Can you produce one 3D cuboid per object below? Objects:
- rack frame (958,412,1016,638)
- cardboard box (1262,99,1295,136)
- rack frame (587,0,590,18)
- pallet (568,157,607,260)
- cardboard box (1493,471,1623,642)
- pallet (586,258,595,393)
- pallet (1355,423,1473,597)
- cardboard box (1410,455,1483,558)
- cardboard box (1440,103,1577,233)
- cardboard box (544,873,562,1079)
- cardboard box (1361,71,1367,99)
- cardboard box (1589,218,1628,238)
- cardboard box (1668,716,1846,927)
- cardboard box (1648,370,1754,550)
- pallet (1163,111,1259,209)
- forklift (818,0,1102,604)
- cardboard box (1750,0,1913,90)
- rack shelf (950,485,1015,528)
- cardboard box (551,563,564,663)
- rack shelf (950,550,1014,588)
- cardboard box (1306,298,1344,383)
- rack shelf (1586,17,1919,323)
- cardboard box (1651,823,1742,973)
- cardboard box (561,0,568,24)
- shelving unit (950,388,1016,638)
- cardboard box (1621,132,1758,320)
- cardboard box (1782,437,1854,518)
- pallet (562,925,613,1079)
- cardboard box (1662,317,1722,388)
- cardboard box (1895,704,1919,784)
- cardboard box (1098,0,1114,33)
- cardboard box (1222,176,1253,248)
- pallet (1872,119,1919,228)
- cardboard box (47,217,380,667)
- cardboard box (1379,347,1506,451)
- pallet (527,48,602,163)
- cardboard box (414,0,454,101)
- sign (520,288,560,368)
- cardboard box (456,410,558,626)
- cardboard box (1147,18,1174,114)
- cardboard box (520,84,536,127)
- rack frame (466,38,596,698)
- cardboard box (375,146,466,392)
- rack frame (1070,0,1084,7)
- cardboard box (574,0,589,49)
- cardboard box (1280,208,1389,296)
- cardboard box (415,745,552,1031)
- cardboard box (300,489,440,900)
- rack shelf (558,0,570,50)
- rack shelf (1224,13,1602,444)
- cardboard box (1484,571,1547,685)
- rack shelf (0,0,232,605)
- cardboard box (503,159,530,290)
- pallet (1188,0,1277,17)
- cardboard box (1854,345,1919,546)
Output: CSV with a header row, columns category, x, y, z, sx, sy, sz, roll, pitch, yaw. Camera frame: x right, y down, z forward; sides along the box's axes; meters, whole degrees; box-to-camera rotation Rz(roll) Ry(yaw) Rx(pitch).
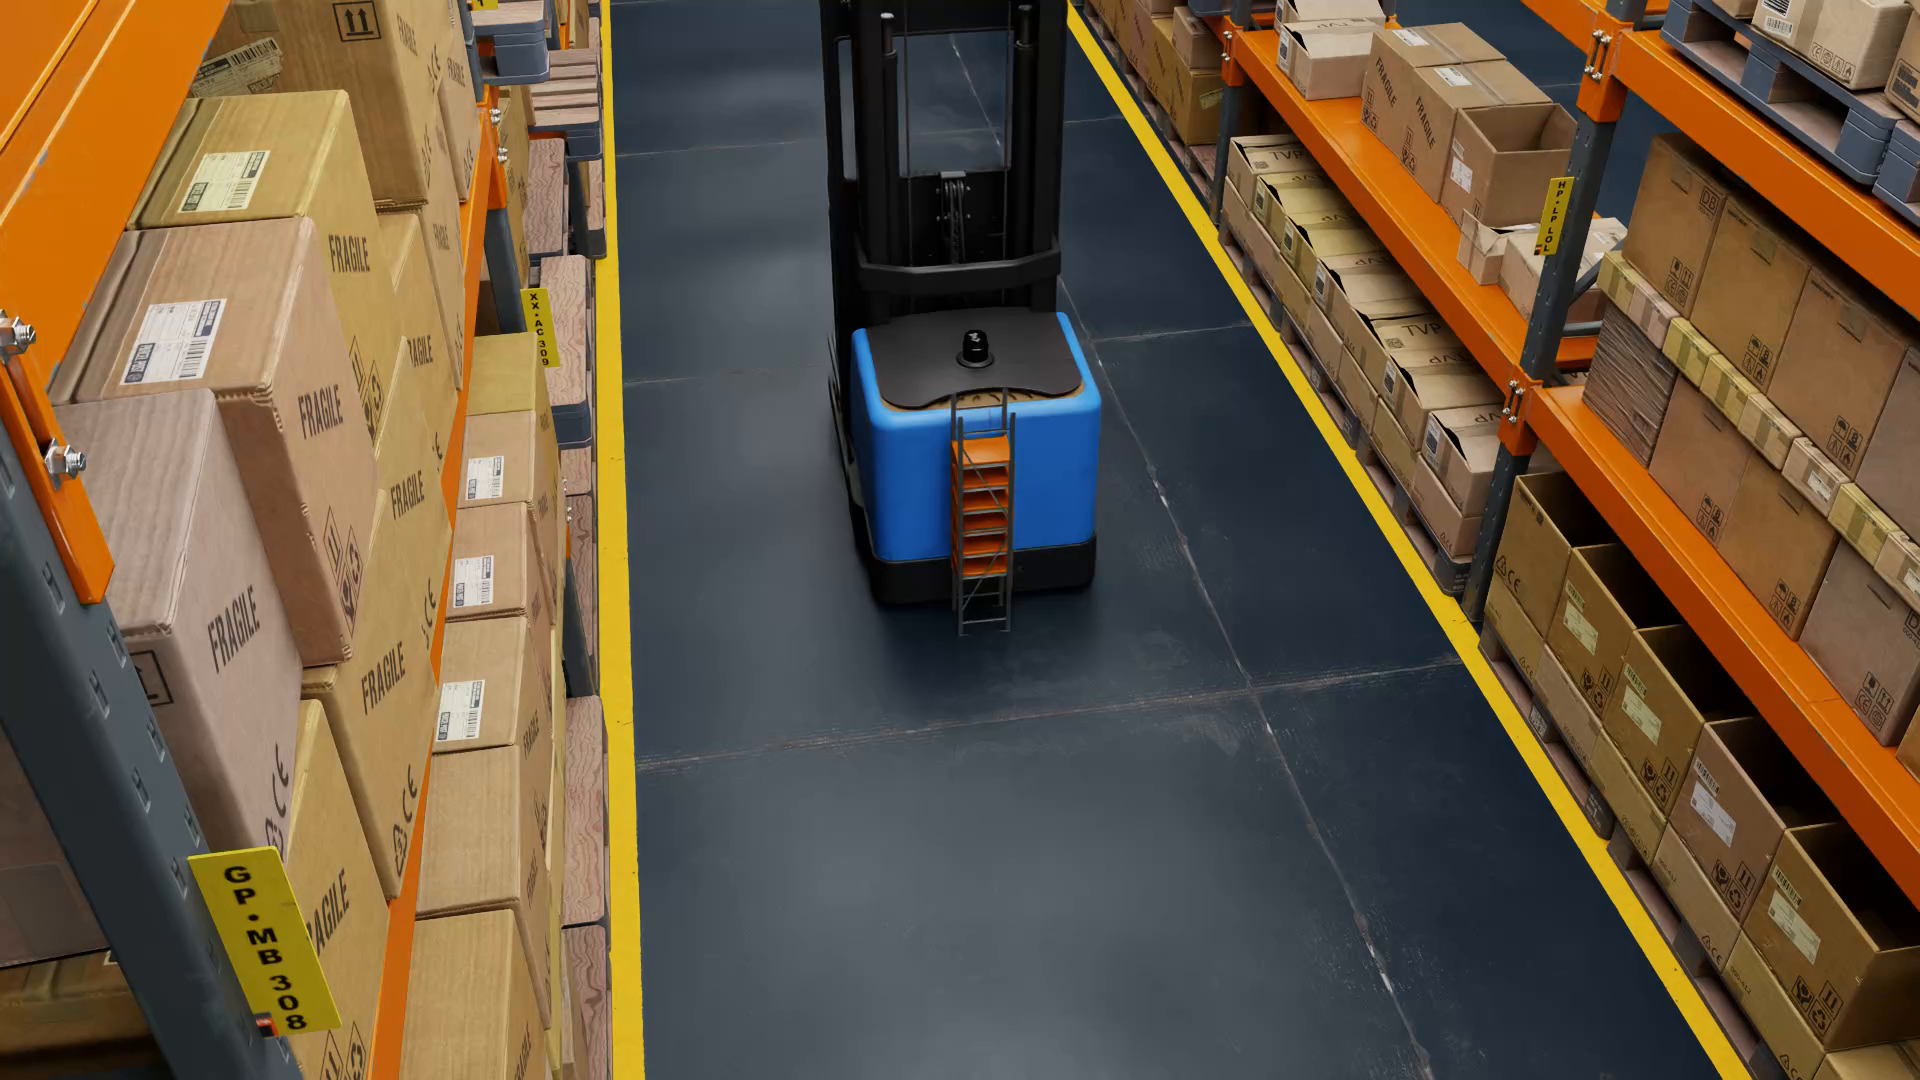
category,x,y,z,sx,sy,sz,roll,pitch,yaw
rack frame,0.111,-0.043,7.227,0.240,1.200,0.006,-6,38,-7
cardboard box,2.333,-2.797,10.984,0.500,0.500,0.500,-5,38,-6
rack frame,-3.446,-5.186,12.380,1.000,3.000,0.127,-6,38,-8
pallet,-2.809,-2.153,10.749,1.003,0.211,1.213,-6,38,-8
cardboard box,2.606,0.049,6.930,0.500,0.500,0.500,-6,38,-8
pallet,-2.610,-1.196,9.518,1.003,0.211,1.213,-6,38,-8
pallet,2.665,-0.228,8.272,1.003,0.211,1.213,-6,38,-8
cardboard box,2.474,-0.188,7.846,0.500,0.250,0.500,-7,38,-8
cardboard box,2.622,-1.712,7.827,0.500,0.500,0.500,-4,38,-5
cardboard box,-1.304,1.164,4.312,0.500,0.250,0.500,-7,38,-9
cardboard box,2.410,-2.441,9.052,0.380,0.149,0.250,-4,38,-5
cardboard box,2.878,-1.347,7.643,0.380,0.149,0.250,-6,38,-8
cardboard box,2.871,0.955,5.764,0.500,0.500,0.500,-6,38,-8
cardboard box,3.015,-0.343,6.065,0.700,0.500,0.500,-7,38,-8
pallet,2.038,-2.659,11.400,1.003,0.211,1.213,-6,38,-8
forklift,-0.108,-1.765,8.032,1.130,2.935,3.031,-6,38,-7
cardboard box,2.756,-1.600,4.936,0.500,0.311,0.500,-8,39,-10
rack shelf,0.097,-0.158,7.252,0.258,0.103,0.180,-6,38,-7
cardboard box,-1.583,0.253,5.485,0.500,0.250,0.500,-6,38,-8
rack shelf,0.097,0.127,7.473,0.258,0.103,0.180,-6,38,-7
cardboard box,2.210,-1.110,9.033,0.500,0.250,0.500,-5,38,-7
rack shelf,3.183,-0.581,4.594,1.077,0.370,4.000,-6,38,-8
cardboard box,2.874,1.250,5.994,0.500,0.250,0.500,-6,38,-8
cardboard box,-2.574,-3.225,10.044,0.380,0.149,0.250,-5,38,-7
shelving unit,0.097,-0.098,7.298,0.258,1.200,0.189,-6,38,-7
cardboard box,2.917,-1.173,6.076,0.700,0.500,0.500,-6,38,-8
cardboard box,2.919,-0.223,5.382,0.380,0.149,0.250,-7,38,-9
pallet,-1.674,1.888,5.548,1.003,0.211,1.213,-6,38,-8
cardboard box,2.780,-0.694,5.988,0.380,0.149,0.250,-7,38,-9
cardboard box,3.286,0.587,4.868,0.700,0.500,0.500,-6,38,-8
cardboard box,1.379,-4.268,12.877,0.500,0.500,0.500,-6,38,-7
cardboard box,1.934,-2.037,10.226,0.500,0.250,0.500,-6,38,-8
pallet,3.218,-0.791,4.350,1.003,0.211,1.213,-6,38,-8
cardboard box,-1.209,-0.132,2.517,0.500,0.500,0.500,-7,38,-8
cardboard box,2.382,-0.718,8.070,0.500,0.311,0.500,-5,38,-7
pallet,-2.515,-2.275,8.790,1.213,0.211,1.003,-6,38,-8
cardboard box,-1.582,-1.375,4.117,0.500,0.500,0.500,-4,38,-5
sign,-1.511,-0.758,5.976,0.100,0.325,0.005,-6,38,-8
cardboard box,-1.563,-0.045,5.258,0.500,0.500,0.500,-6,38,-8
cardboard box,1.646,-3.344,11.688,0.500,0.500,0.500,-8,38,-10
cardboard box,-2.528,-2.365,8.310,0.700,0.500,0.500,-10,39,-12
rack frame,-2.044,-0.354,6.160,1.000,3.000,0.127,-6,38,-8
cardboard box,-1.501,-0.670,4.024,0.500,0.500,0.500,-8,38,-10
rack frame,1.430,-5.721,13.069,1.000,3.000,0.127,-6,38,-8
cardboard box,-3.046,-3.587,11.733,0.750,0.750,0.750,-5,38,-7
cardboard box,2.121,-1.634,9.249,0.500,0.311,0.500,-7,38,-9
cardboard box,-1.292,0.885,4.061,0.500,0.500,0.500,-7,38,-9
cardboard box,-1.214,0.273,2.810,0.500,0.500,0.500,-4,38,-5
rack shelf,-3.096,-3.694,11.046,1.077,0.370,4.000,-6,38,-8
rack shelf,2.482,-1.813,8.624,1.077,0.370,4.000,-6,38,-8
cardboard box,2.615,0.344,7.161,0.500,0.250,0.500,-6,38,-8
rack shelf,-1.693,-1.229,2.986,1.077,0.370,4.000,-6,38,-8
cardboard box,-2.190,-1.216,6.830,0.700,0.500,0.500,-3,38,-3
pallet,1.943,-3.631,10.535,1.213,0.211,1.003,-6,38,-8
cardboard box,3.181,-0.264,4.906,0.700,0.500,0.500,-6,38,-8
